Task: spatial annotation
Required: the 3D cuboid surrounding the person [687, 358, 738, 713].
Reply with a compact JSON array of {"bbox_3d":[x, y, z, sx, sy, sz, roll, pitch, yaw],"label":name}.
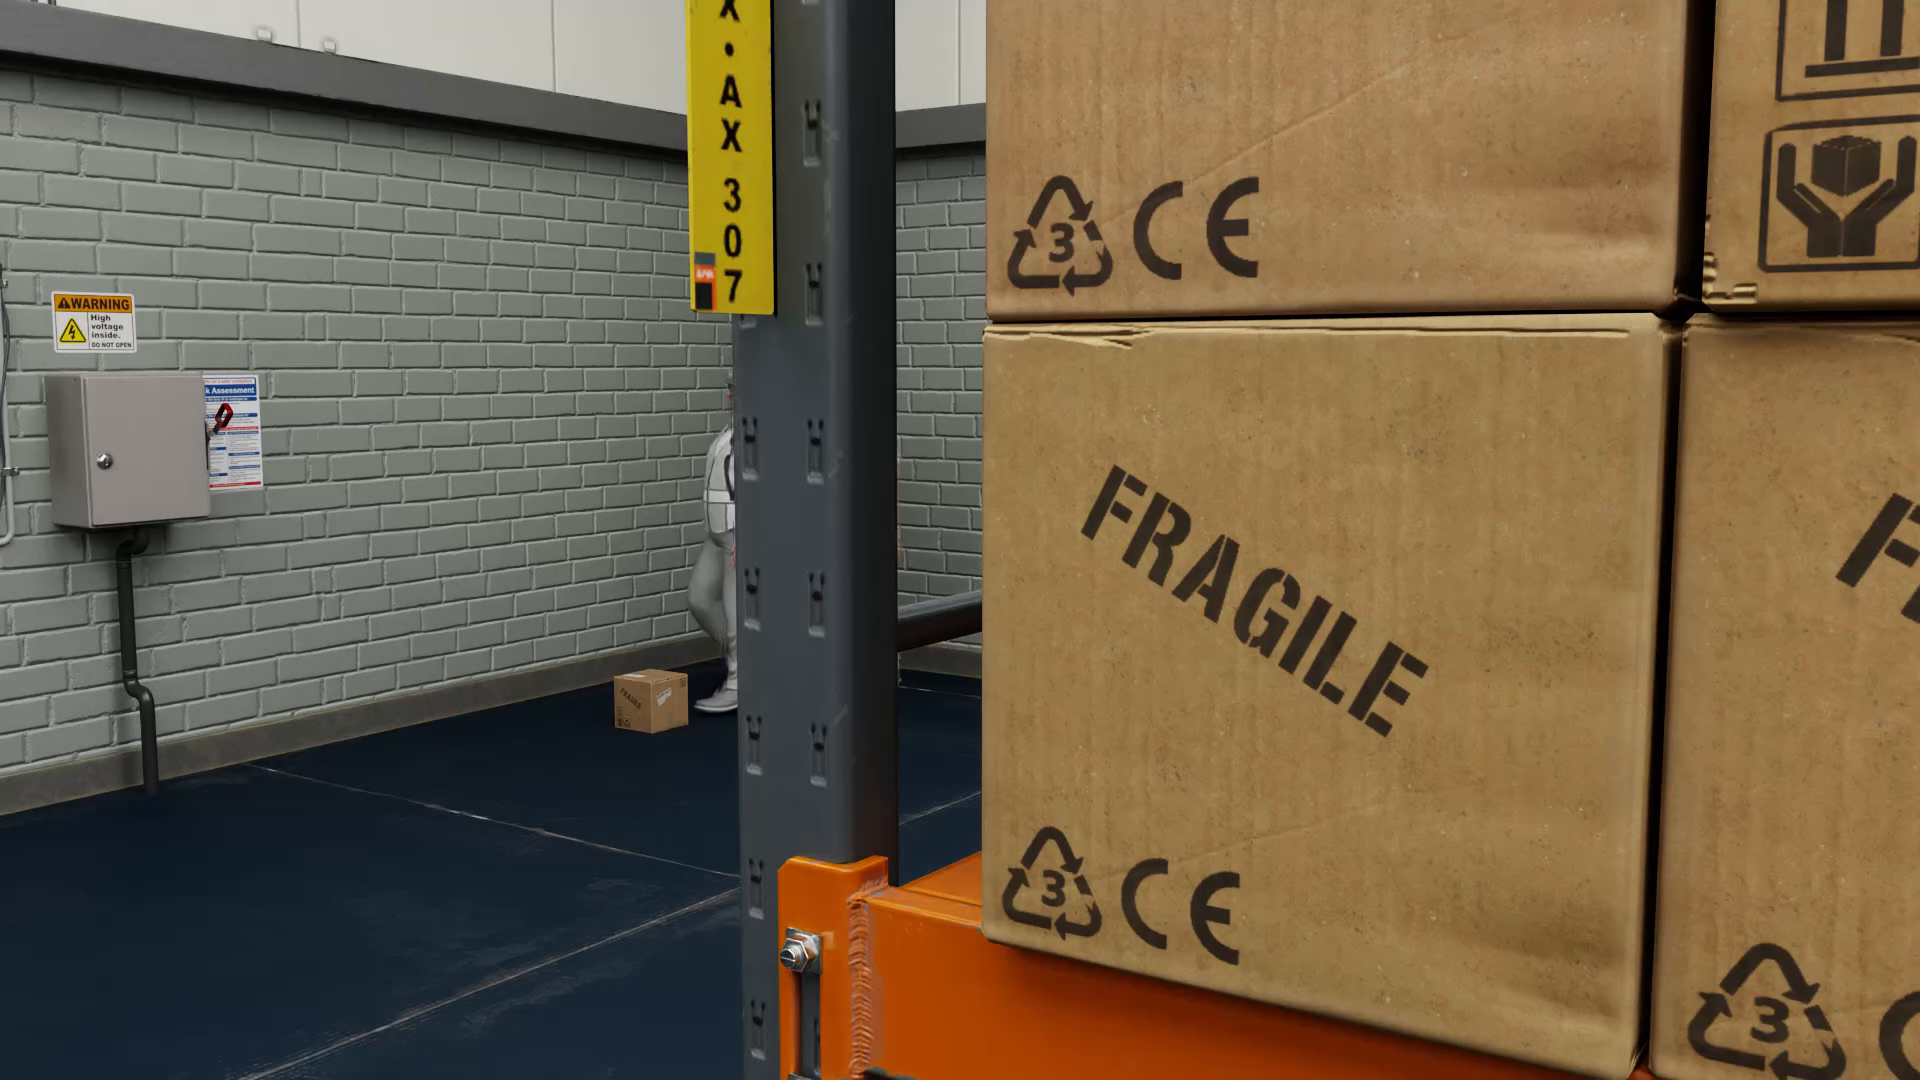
[{"bbox_3d":[-1.134,-0.019,8.345,0.490,1.785,0.556,-4,7,-31],"label":"person"}]
